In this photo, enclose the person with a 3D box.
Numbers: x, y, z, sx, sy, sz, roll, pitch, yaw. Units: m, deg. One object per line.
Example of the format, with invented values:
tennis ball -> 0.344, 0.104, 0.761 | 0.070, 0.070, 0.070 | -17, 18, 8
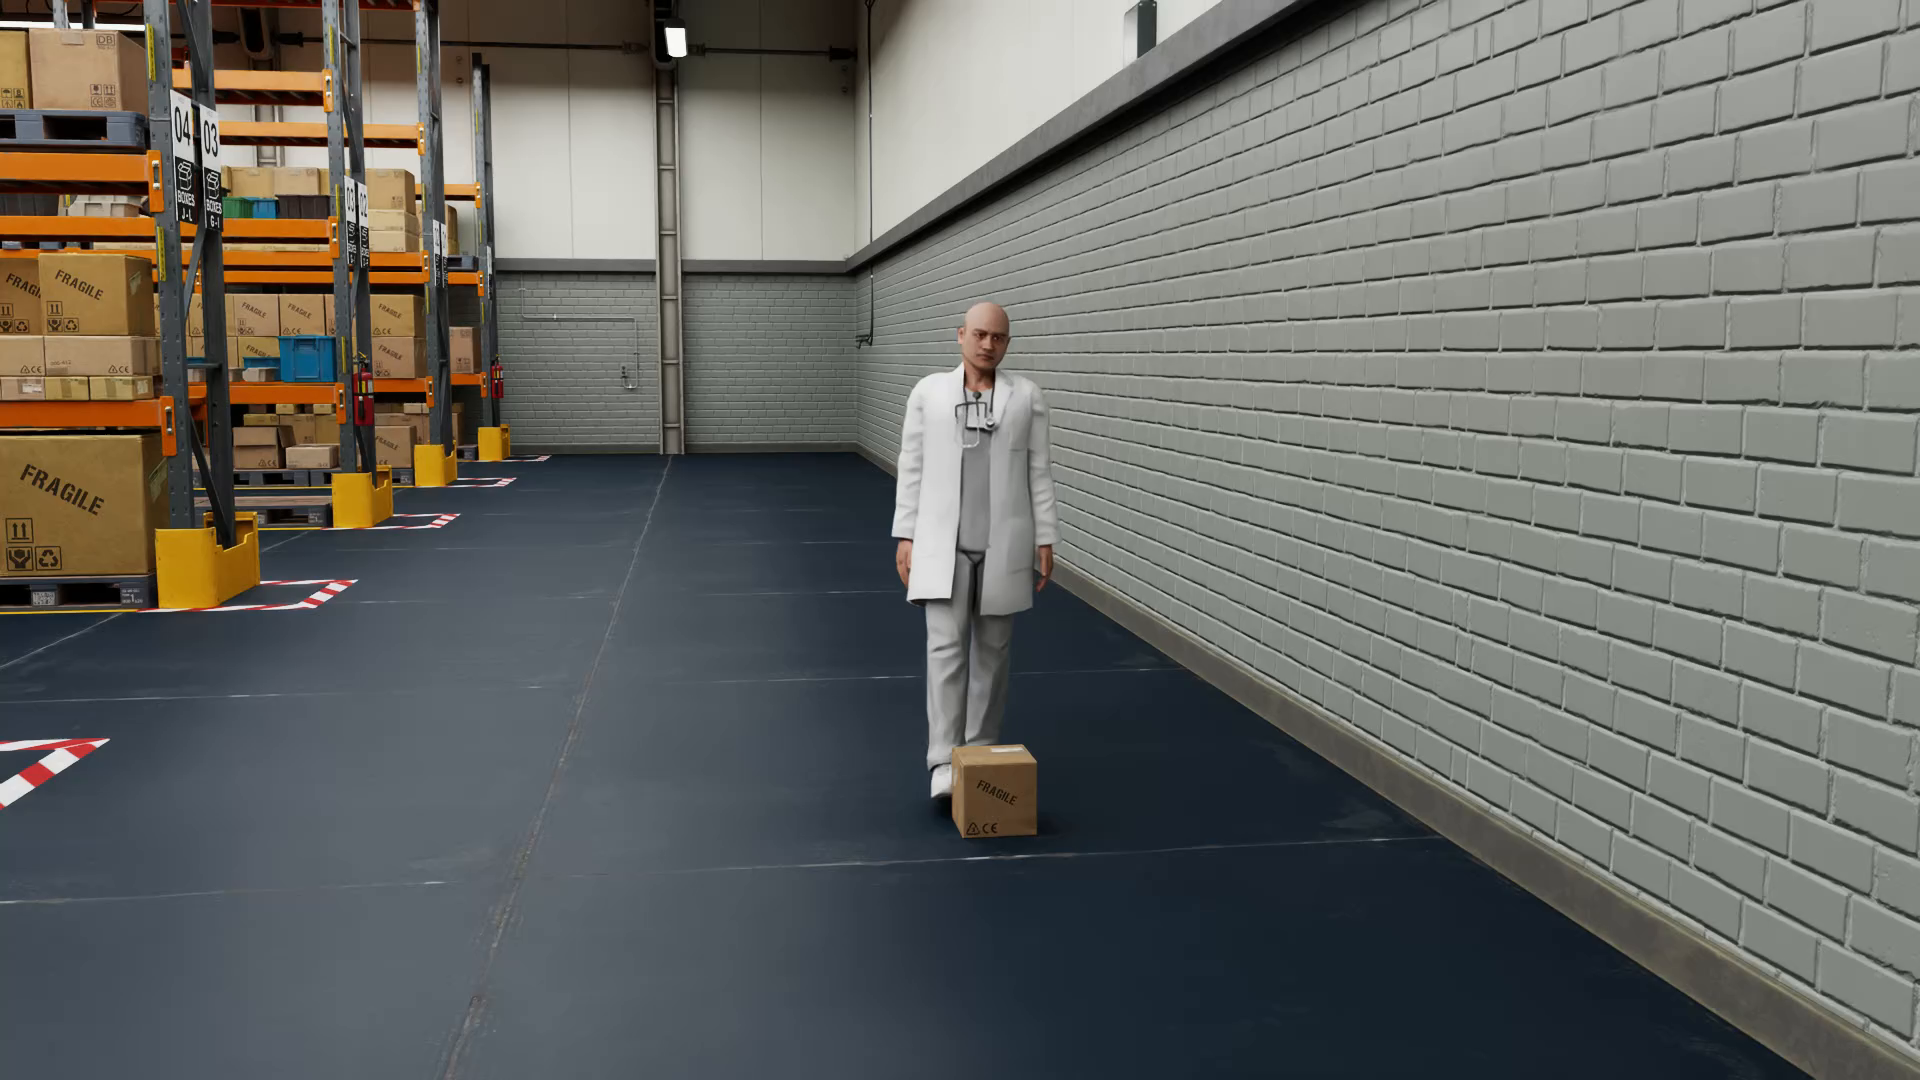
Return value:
person -> 0.062, 0.031, 5.972 | 0.630, 1.760, 0.818 | 0, 6, -1
